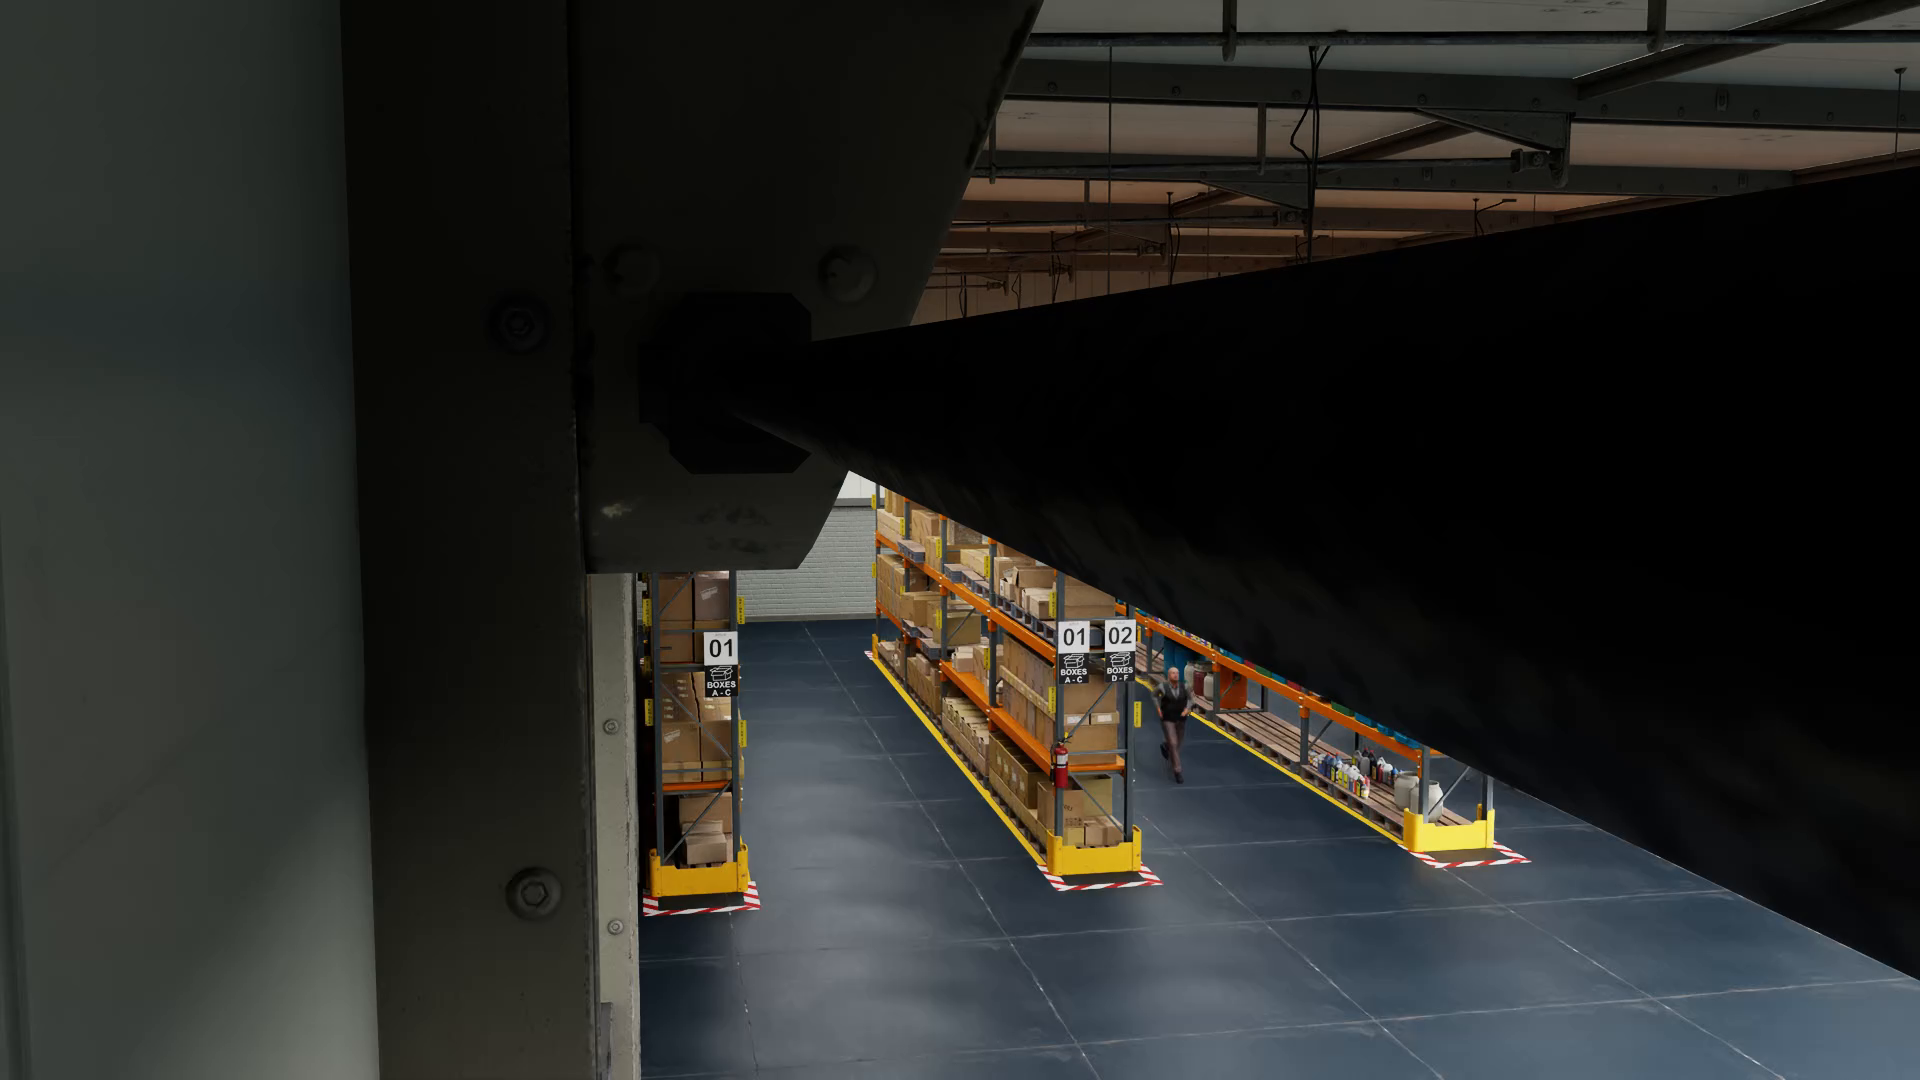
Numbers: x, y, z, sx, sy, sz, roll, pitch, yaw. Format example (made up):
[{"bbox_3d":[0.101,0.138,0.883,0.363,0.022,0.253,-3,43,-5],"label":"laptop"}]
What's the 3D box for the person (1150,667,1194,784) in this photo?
[{"bbox_3d":[3.332,2.832,25.943,0.628,1.724,1.122,-2,6,-17],"label":"person"}]
